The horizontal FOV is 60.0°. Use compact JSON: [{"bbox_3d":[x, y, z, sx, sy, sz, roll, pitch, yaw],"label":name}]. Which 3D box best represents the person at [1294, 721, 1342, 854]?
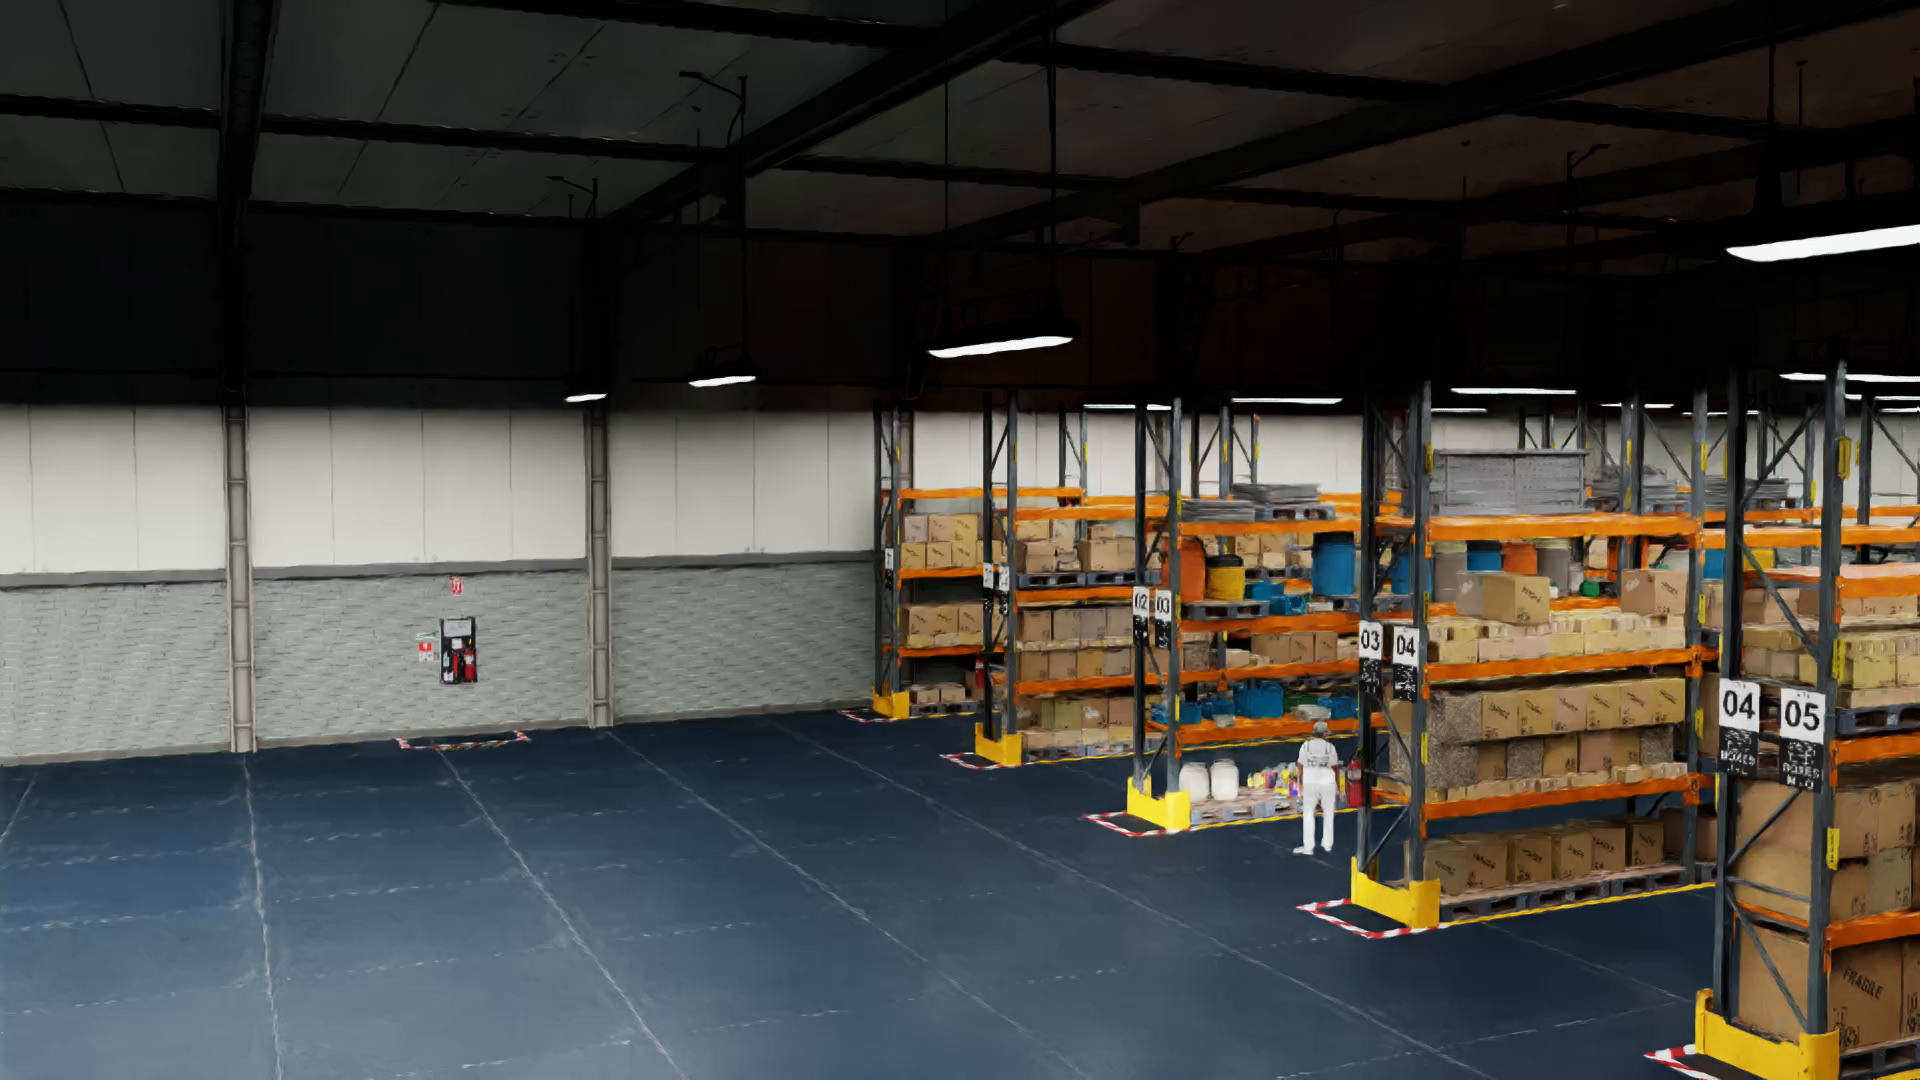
[{"bbox_3d":[4.515,3.103,20.967,0.599,1.657,0.550,0,3,6],"label":"person"}]
